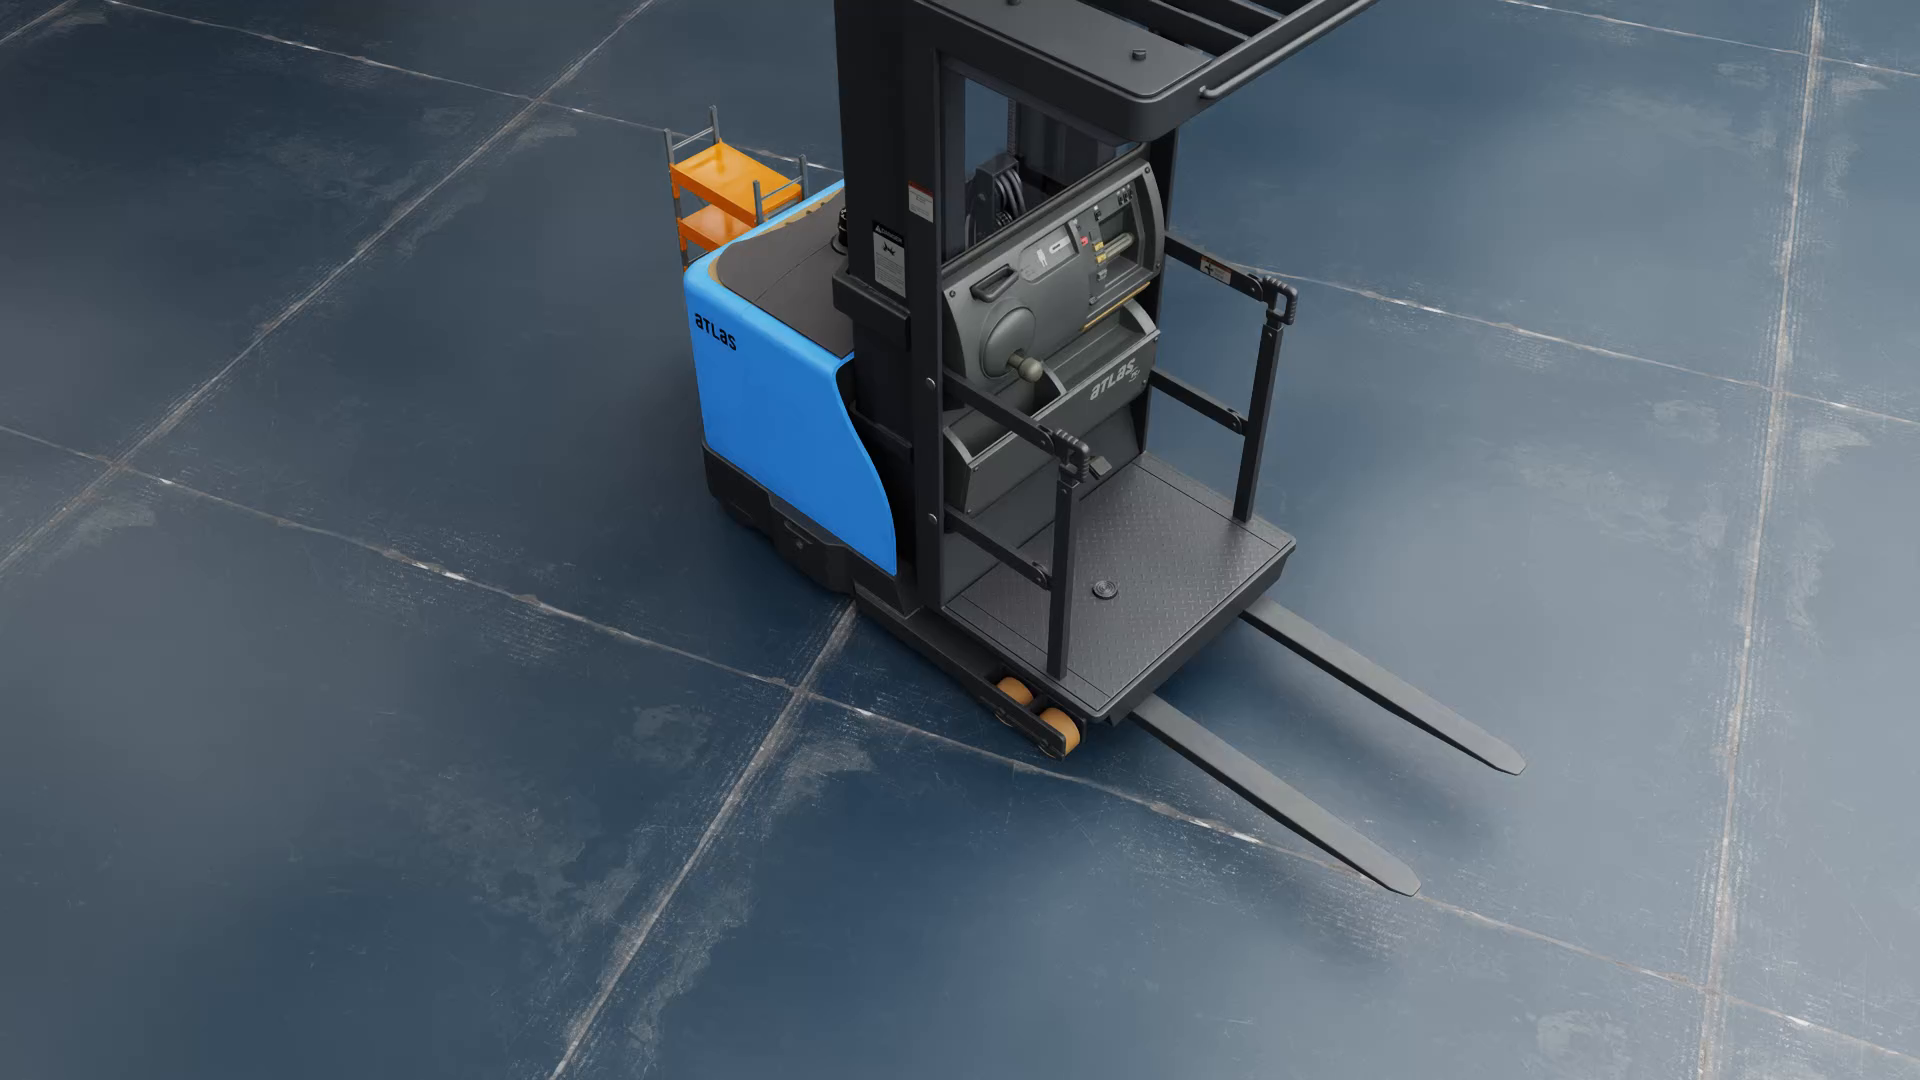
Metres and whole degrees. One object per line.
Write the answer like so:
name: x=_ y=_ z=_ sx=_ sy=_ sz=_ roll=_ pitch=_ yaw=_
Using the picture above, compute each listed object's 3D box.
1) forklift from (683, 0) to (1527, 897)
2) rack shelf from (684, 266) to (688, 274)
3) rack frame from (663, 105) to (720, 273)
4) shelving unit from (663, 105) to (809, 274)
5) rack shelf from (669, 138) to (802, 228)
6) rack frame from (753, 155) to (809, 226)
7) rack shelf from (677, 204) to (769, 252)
forklift: x=0.454 y=-0.737 z=4.913 sx=3.031 sy=2.935 sz=1.130 roll=34 pitch=54 yaw=29
rack shelf: x=-0.814 y=-0.956 z=6.456 sx=0.480 sy=0.148 sz=0.258 roll=34 pitch=54 yaw=29
rack frame: x=-0.992 y=-1.122 z=6.527 sx=0.015 sy=1.200 sz=0.240 roll=34 pitch=54 yaw=29
shelving unit: x=-0.814 y=-1.004 z=6.408 sx=0.503 sy=1.200 sz=0.258 roll=34 pitch=54 yaw=29
rack shelf: x=-0.814 y=-1.282 z=6.131 sx=0.480 sy=0.148 sz=0.258 roll=34 pitch=54 yaw=29
rack frame: x=-0.637 y=-0.886 z=6.289 sx=0.015 sy=1.200 sz=0.240 roll=34 pitch=54 yaw=29
rack shelf: x=-0.814 y=-1.115 z=6.298 sx=0.480 sy=0.148 sz=0.258 roll=34 pitch=54 yaw=29
